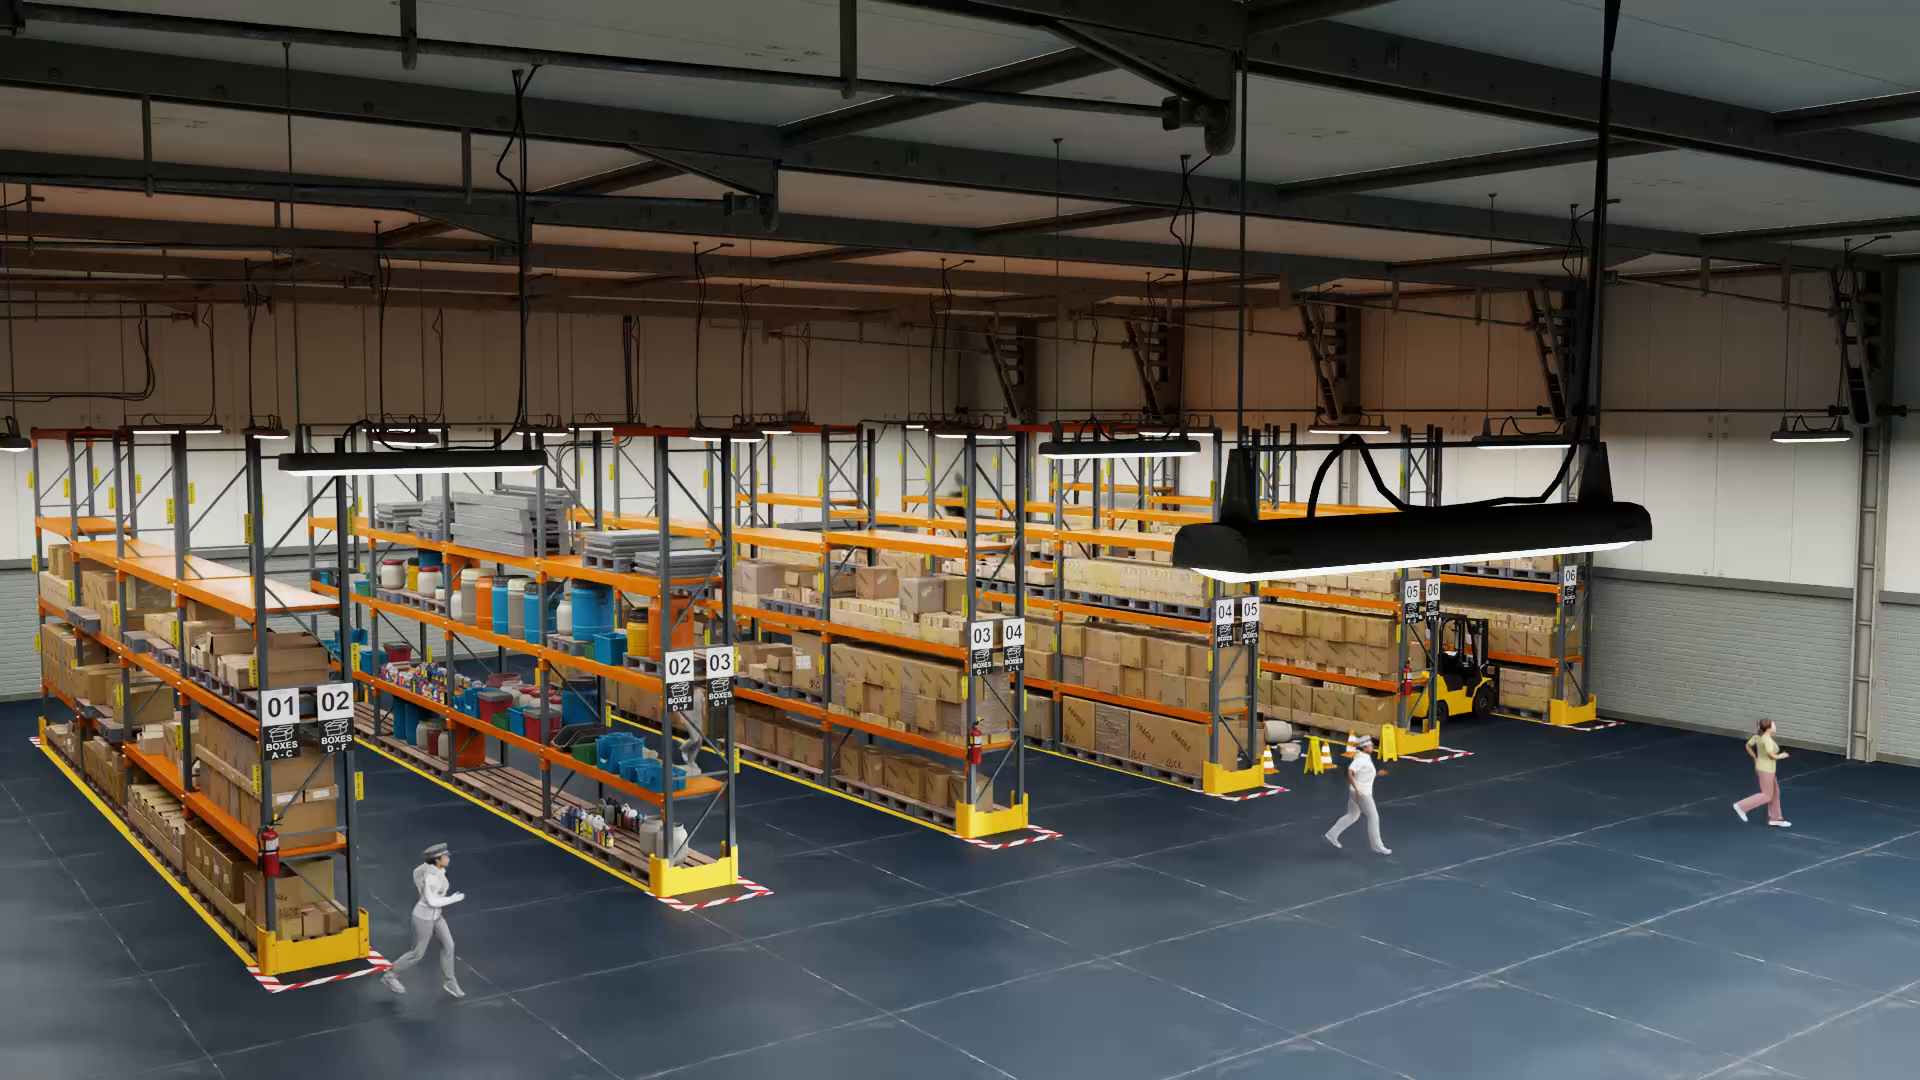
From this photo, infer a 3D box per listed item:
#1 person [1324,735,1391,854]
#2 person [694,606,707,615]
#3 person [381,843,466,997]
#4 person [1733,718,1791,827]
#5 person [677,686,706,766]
[{"bbox_3d":[5.680,3.605,23.623,0.915,1.696,0.568,0,4,3],"label":"person"},{"bbox_3d":[-6.241,2.331,39.780,0.663,1.783,0.804,0,4,-1],"label":"person"},{"bbox_3d":[-5.776,4.114,17.892,0.904,1.730,0.639,-1,5,-7],"label":"person"},{"bbox_3d":[12.165,3.514,25.196,0.856,1.648,0.592,1,5,7],"label":"person"},{"bbox_3d":[-4.715,3.209,29.427,0.551,1.630,0.553,-4,6,-40],"label":"person"}]
